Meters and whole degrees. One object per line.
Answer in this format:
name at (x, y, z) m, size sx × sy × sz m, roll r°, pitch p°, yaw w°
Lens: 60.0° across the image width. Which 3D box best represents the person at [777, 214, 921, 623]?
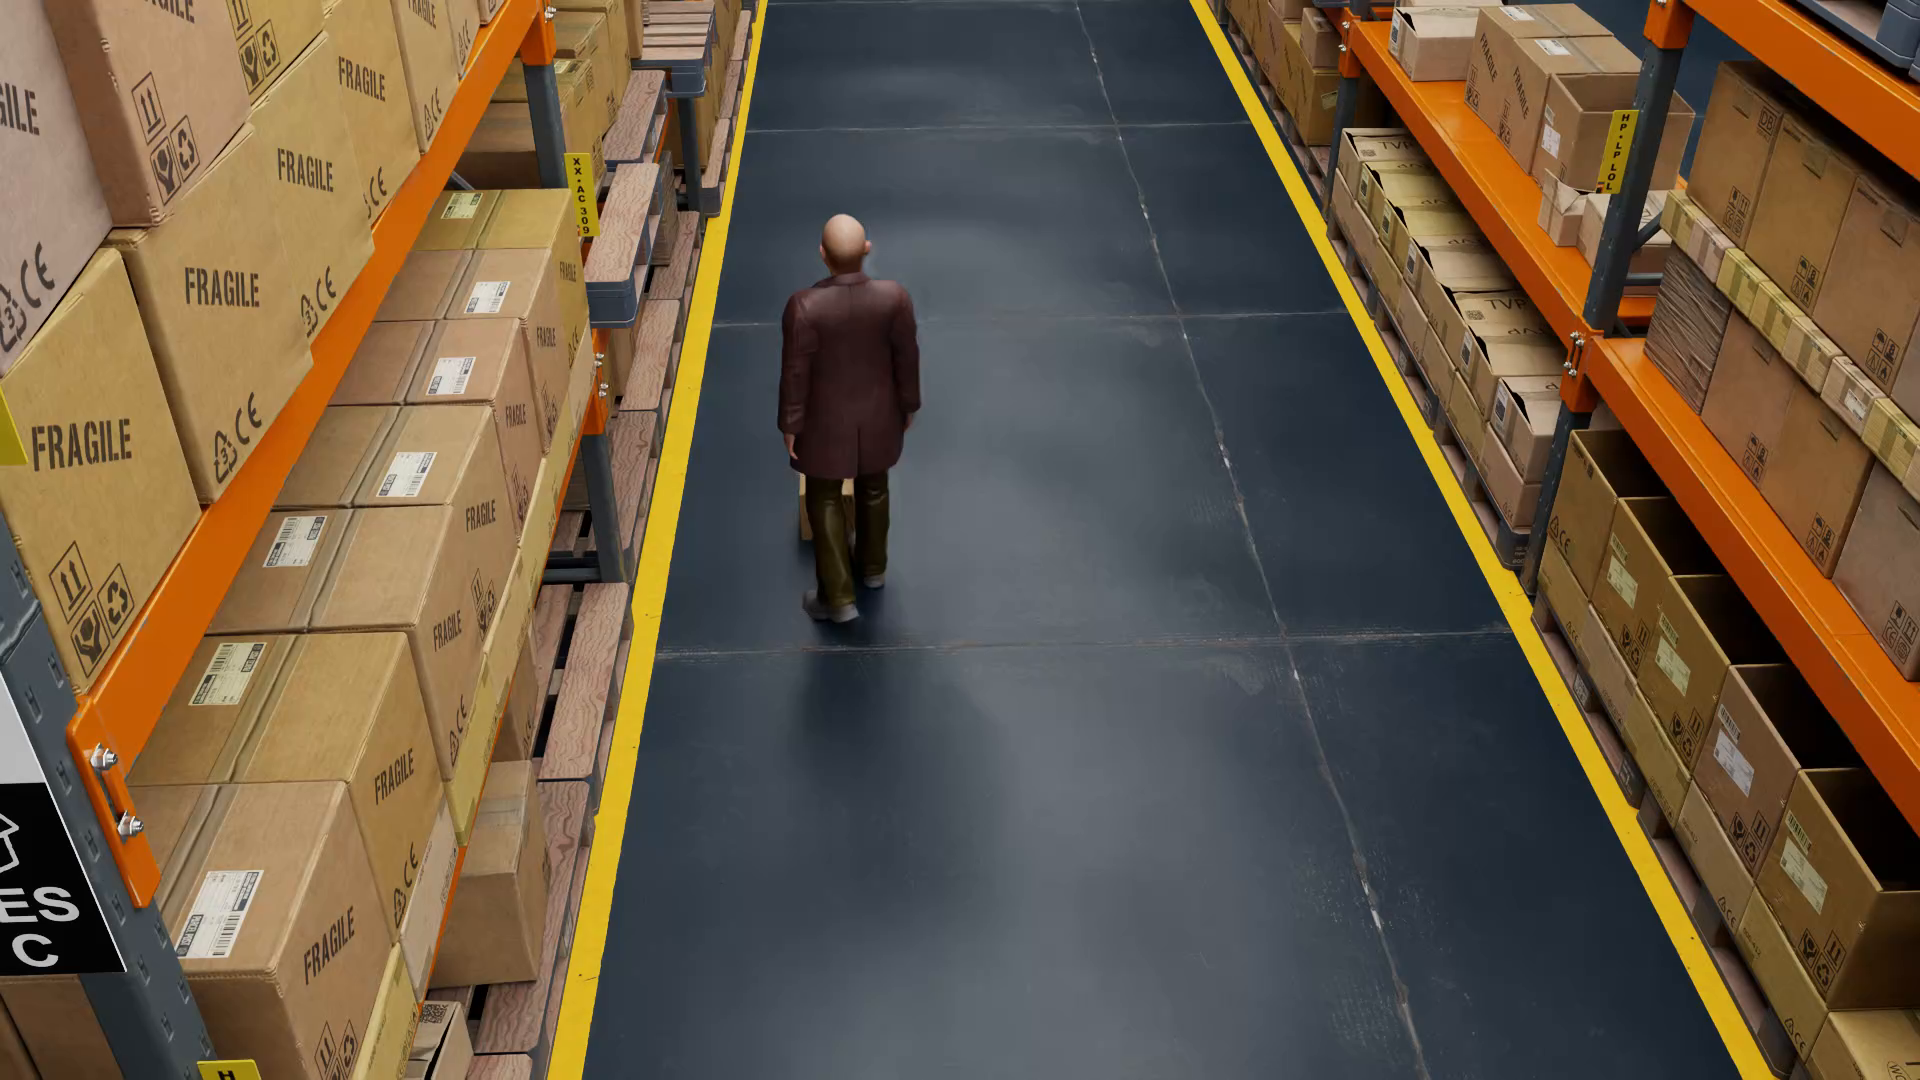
person at (-0.459, -0.507, 6.885) m, size 0.618 × 1.802 × 0.691 m, roll -10°, pitch 36°, yaw -14°
